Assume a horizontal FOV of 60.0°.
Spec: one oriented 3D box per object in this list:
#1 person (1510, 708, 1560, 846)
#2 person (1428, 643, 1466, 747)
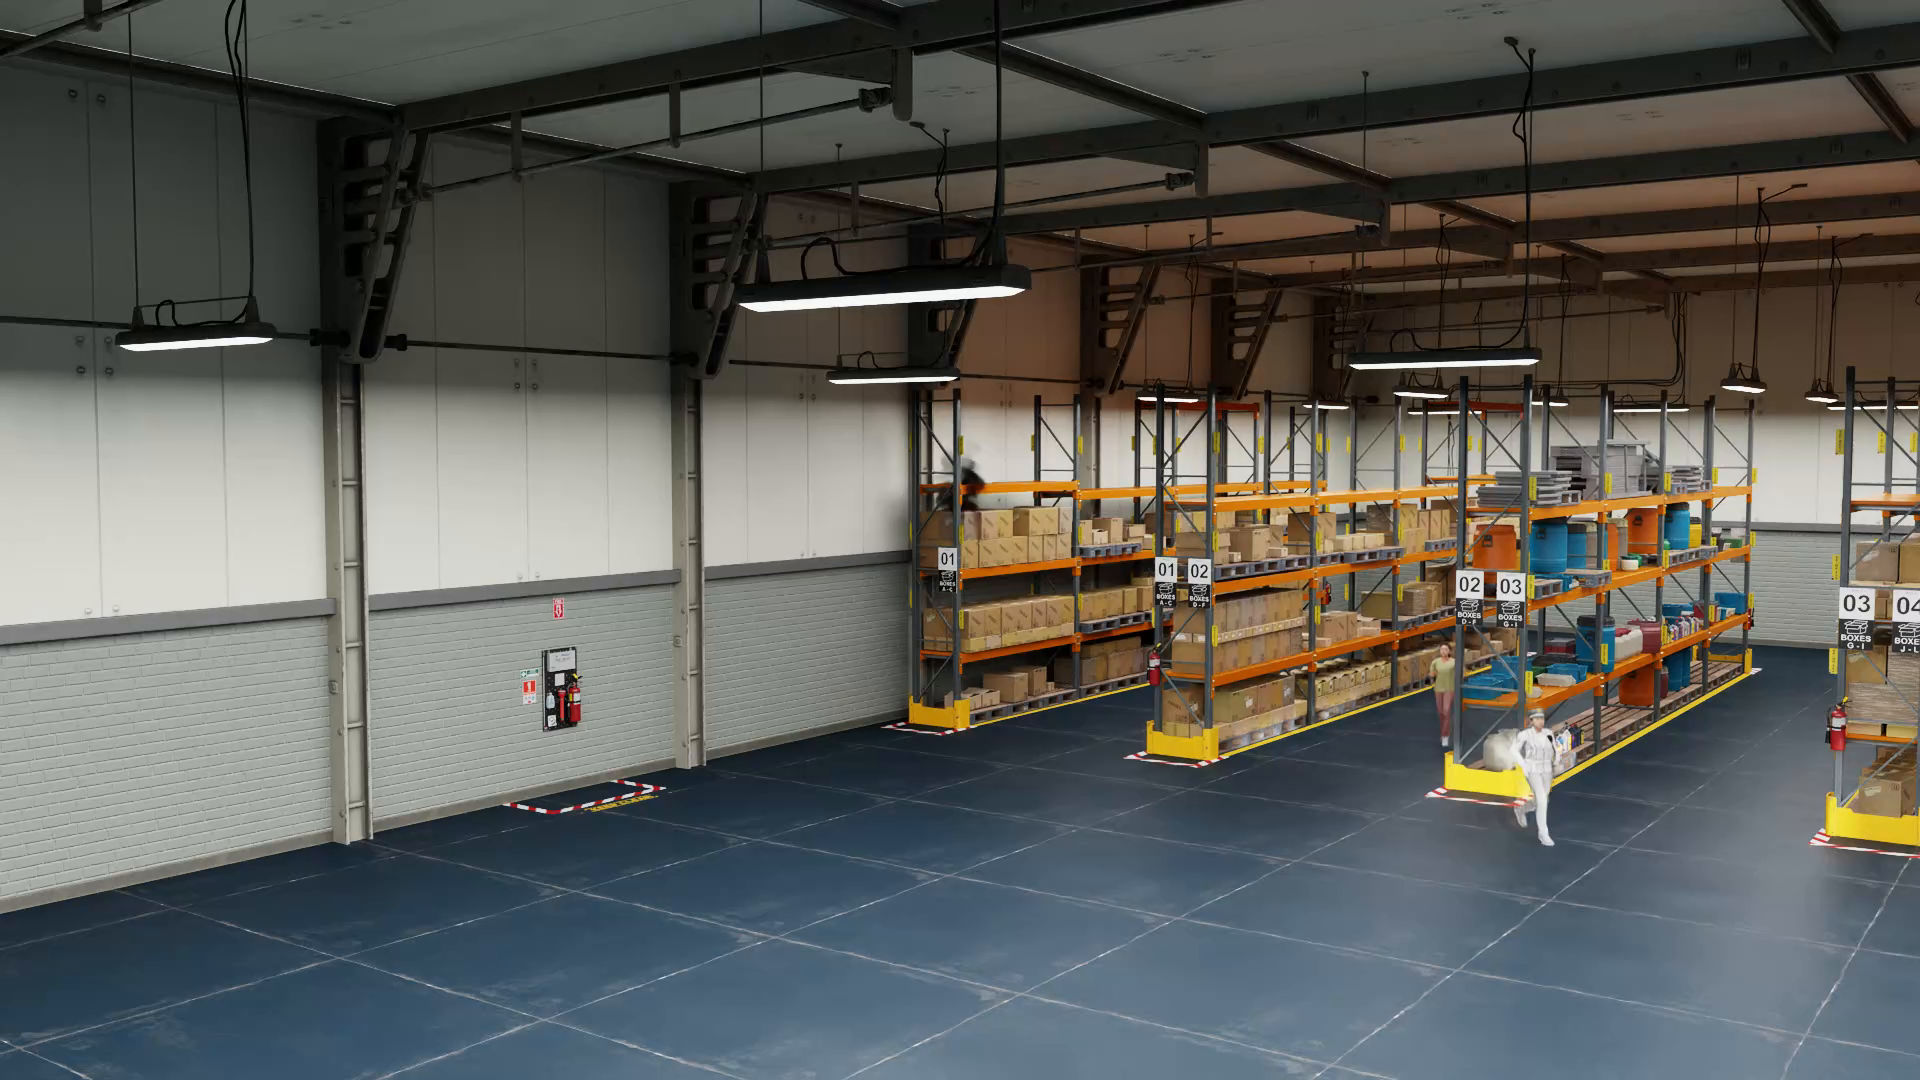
[{"bbox_3d":[7.326,2.962,21.134,0.609,1.703,0.807,-1,3,-14],"label":"person"},{"bbox_3d":[8.138,2.574,27.896,0.559,1.717,0.698,2,4,34],"label":"person"}]
